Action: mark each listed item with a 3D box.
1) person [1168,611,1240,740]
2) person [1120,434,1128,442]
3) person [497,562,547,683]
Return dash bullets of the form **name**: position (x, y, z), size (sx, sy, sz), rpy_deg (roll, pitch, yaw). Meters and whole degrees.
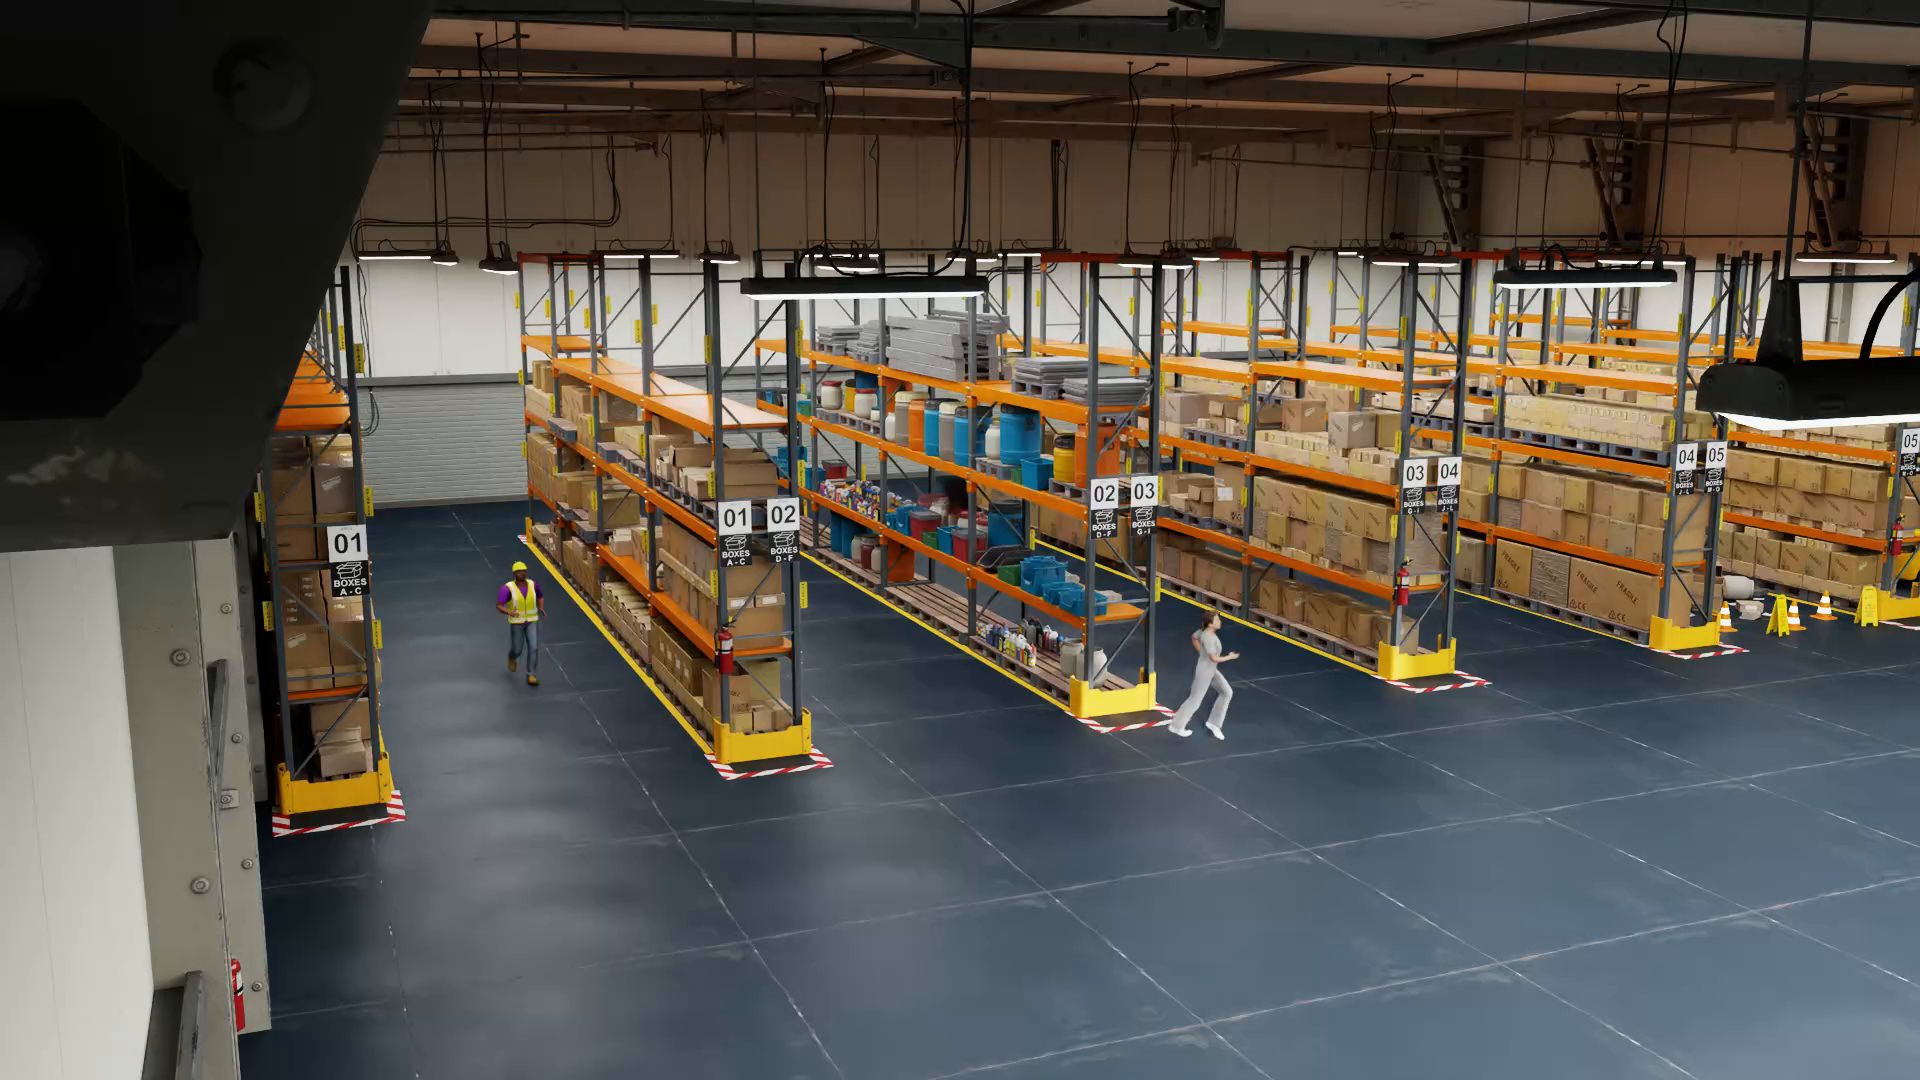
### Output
- **person**: position (3.095, 1.712, 21.058), size (0.868, 1.688, 0.570), rpy_deg (2, 11, 12)
- **person**: position (3.879, -1.822, 40.479), size (0.632, 1.615, 0.490), rpy_deg (5, 12, 26)
- **person**: position (-6.270, 1.169, 23.858), size (0.714, 1.733, 0.791), rpy_deg (-6, 12, -31)
